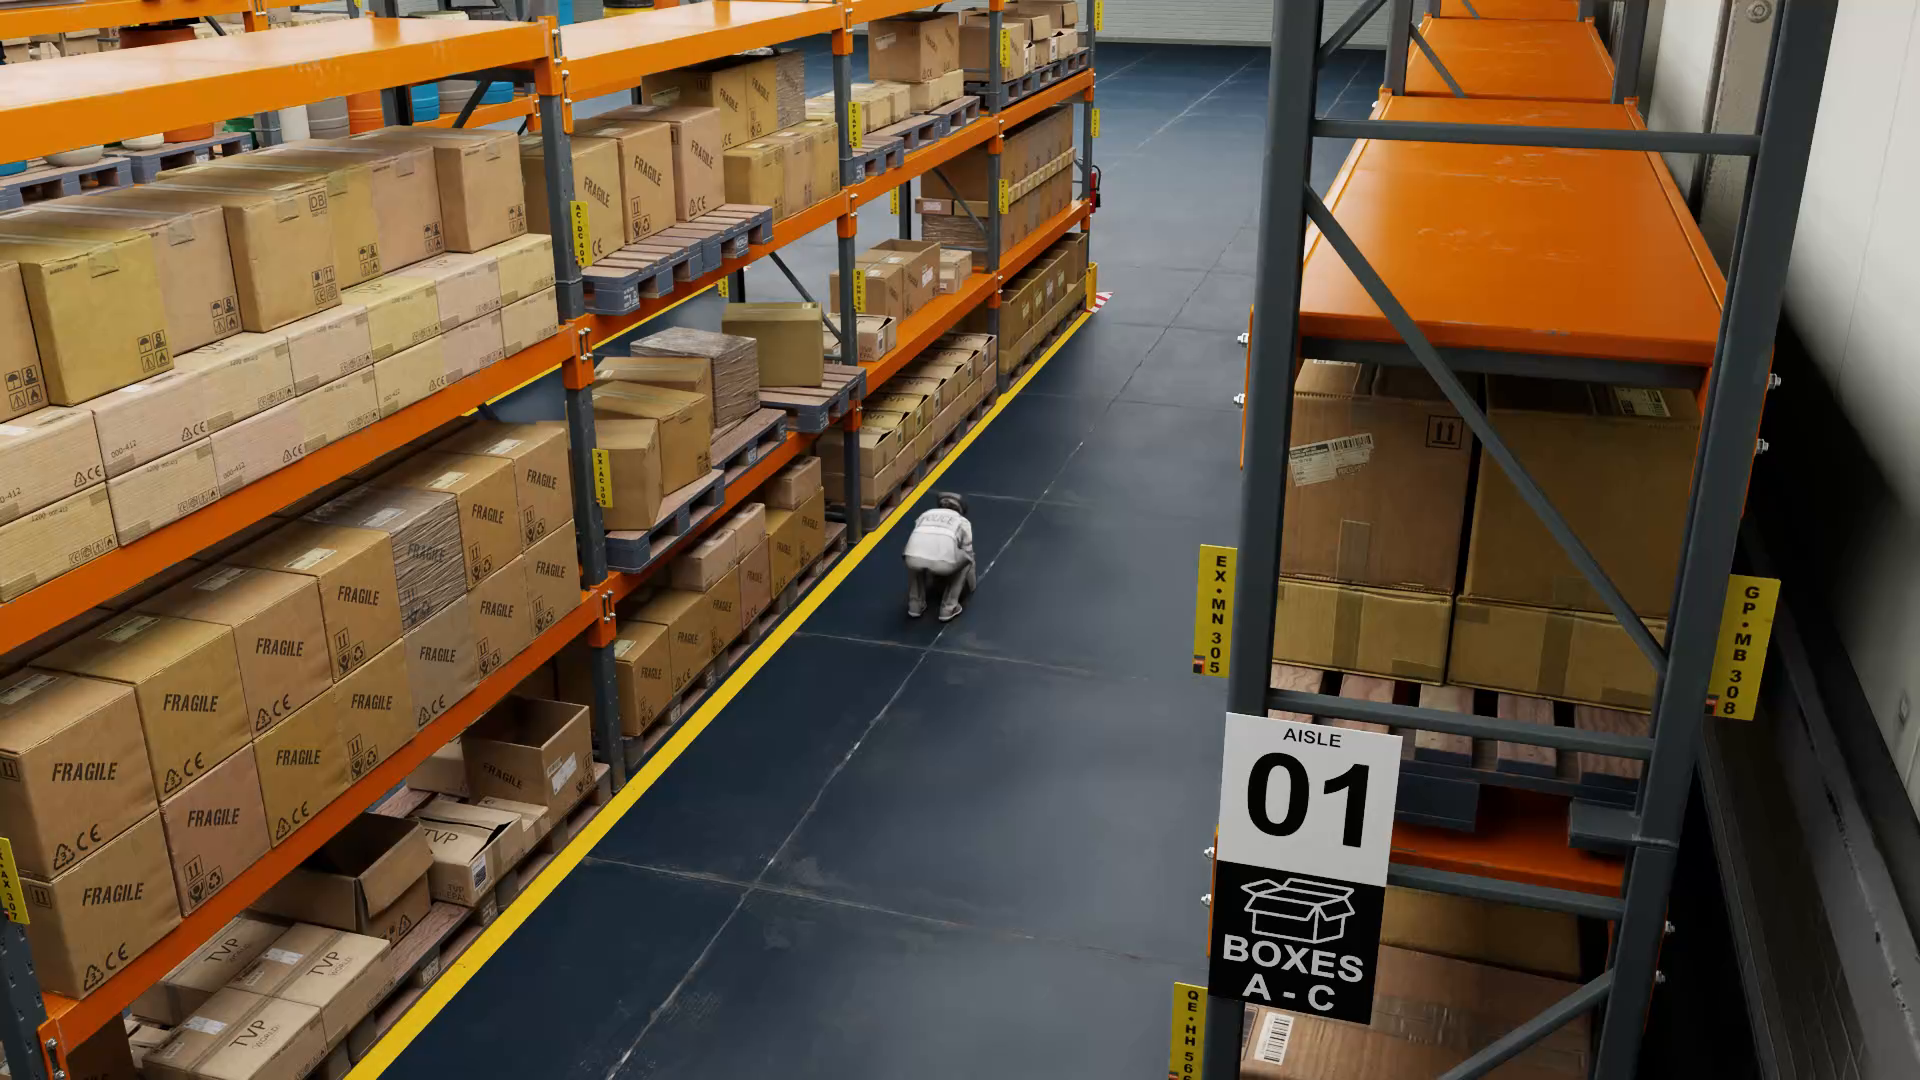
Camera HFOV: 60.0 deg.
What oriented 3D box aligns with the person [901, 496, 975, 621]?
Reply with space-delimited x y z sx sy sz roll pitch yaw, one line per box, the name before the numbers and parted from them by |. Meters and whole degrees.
person | -0.148 0.114 11.995 0.468 0.811 0.902 6 23 14
